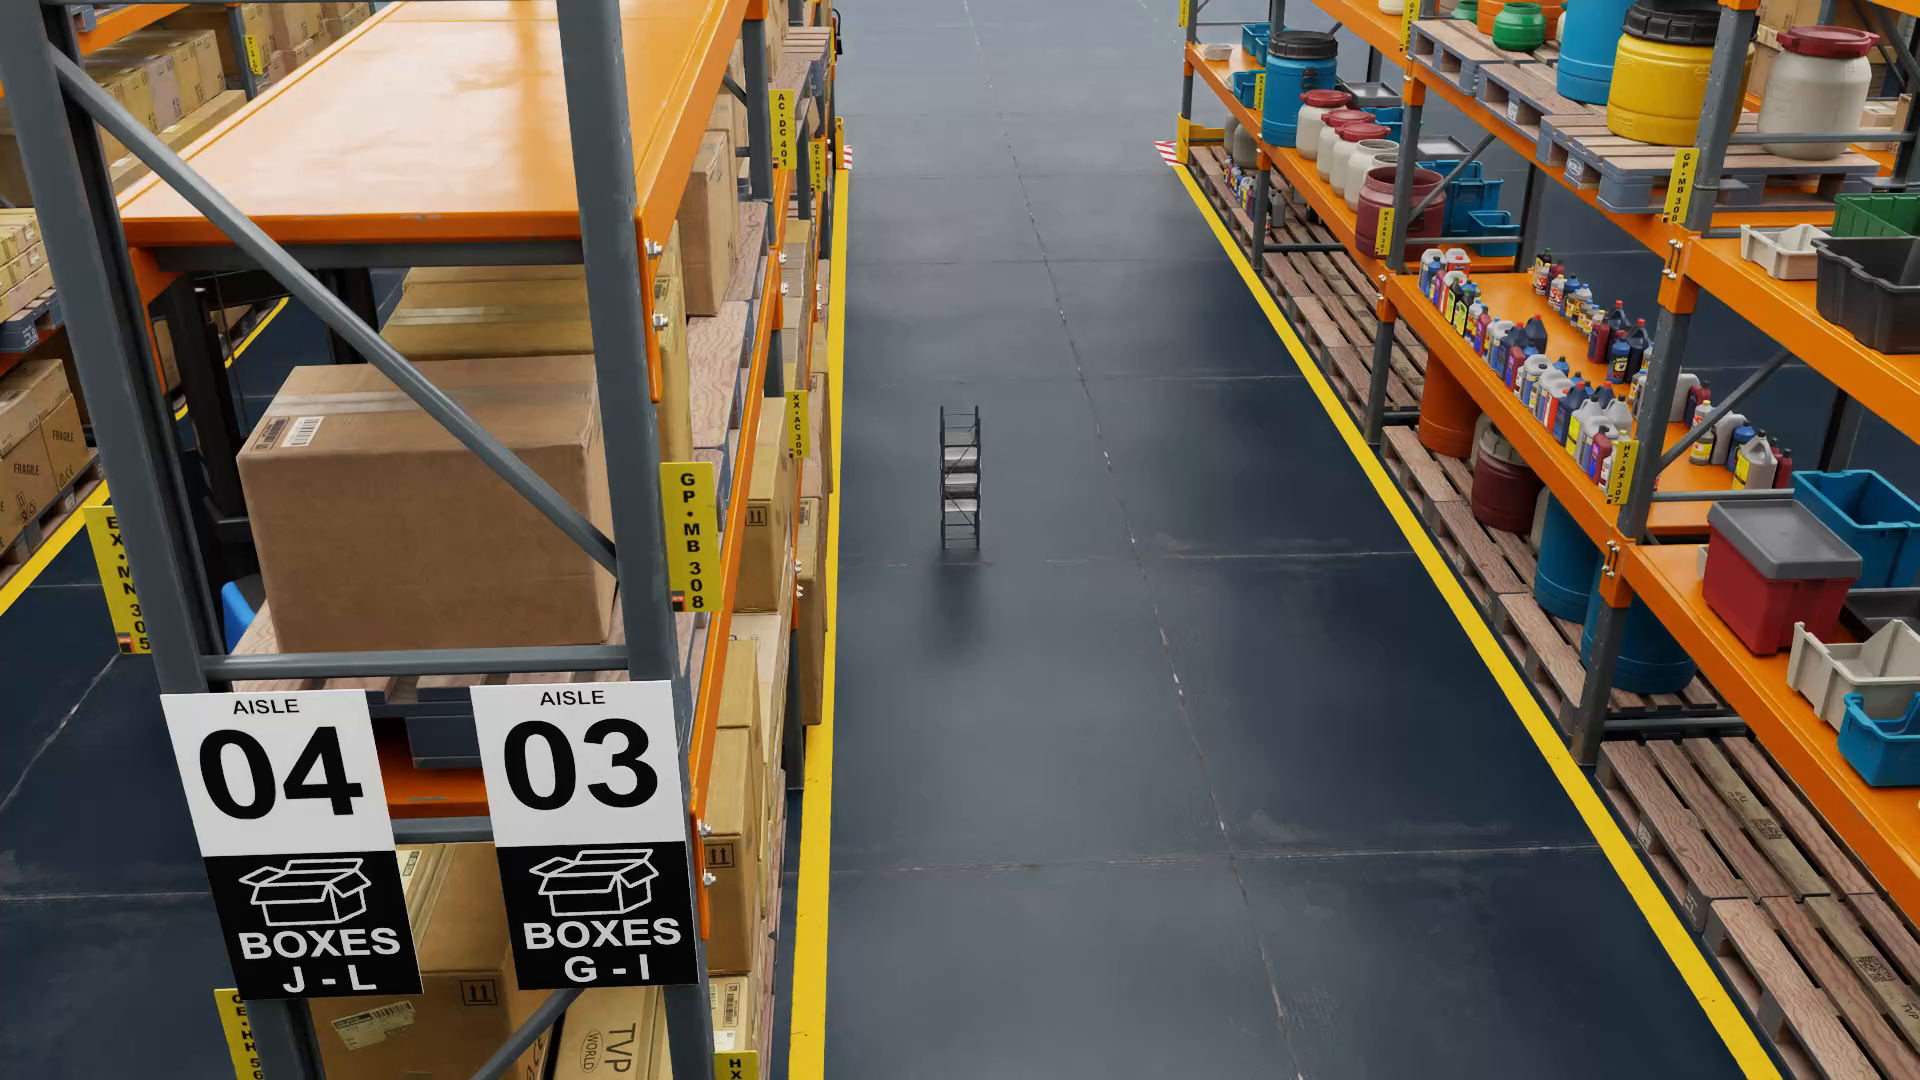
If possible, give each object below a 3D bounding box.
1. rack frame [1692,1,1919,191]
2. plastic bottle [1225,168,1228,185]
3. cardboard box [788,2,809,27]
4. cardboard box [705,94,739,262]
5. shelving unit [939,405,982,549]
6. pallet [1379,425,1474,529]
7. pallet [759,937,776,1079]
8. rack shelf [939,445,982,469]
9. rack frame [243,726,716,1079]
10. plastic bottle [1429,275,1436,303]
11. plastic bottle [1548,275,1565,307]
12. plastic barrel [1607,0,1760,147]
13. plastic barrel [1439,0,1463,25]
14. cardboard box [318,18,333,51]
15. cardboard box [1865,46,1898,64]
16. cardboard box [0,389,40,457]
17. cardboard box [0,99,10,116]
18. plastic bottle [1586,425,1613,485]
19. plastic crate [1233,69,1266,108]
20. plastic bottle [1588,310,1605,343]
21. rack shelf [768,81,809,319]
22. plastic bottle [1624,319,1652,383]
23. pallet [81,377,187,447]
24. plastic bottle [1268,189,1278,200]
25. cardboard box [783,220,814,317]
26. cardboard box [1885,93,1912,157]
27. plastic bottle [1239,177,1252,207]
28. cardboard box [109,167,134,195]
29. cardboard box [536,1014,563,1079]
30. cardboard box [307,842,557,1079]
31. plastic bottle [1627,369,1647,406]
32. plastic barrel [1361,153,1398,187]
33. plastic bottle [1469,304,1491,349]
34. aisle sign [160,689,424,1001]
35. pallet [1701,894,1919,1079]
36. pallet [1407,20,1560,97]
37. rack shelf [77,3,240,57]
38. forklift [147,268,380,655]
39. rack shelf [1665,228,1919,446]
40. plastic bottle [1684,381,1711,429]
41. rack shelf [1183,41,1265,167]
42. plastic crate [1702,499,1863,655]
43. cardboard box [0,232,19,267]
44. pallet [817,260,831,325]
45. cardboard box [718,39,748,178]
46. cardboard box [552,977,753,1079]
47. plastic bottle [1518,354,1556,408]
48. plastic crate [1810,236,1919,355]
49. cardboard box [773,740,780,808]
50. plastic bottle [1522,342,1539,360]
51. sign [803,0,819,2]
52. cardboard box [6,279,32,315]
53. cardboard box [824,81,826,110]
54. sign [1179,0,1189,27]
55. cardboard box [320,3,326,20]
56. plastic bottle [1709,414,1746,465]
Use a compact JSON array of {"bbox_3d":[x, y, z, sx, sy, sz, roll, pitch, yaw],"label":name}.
[{"bbox_3d":[3.662,-2.866,6.514,1.000,3.000,0.127,-1,28,-3],"label":"rack frame"},{"bbox_3d":[2.824,-3.809,17.360,0.097,0.201,0.097,0,28,0],"label":"plastic bottle"},{"bbox_3d":[-1.264,-3.420,10.982,0.500,0.250,0.500,-1,28,-2],"label":"cardboard box"},{"bbox_3d":[-1.184,-1.331,6.145,0.700,0.500,0.500,-3,28,-6],"label":"cardboard box"},{"bbox_3d":[0.000,-0.395,10.535,0.258,0.900,0.210,-1,28,-3],"label":"shelving unit"},{"bbox_3d":[3.536,-0.454,11.391,1.003,0.211,1.213,-1,28,-3],"label":"pallet"},{"bbox_3d":[-1.256,2.068,6.557,1.003,0.211,1.213,-1,28,-3],"label":"pallet"},{"bbox_3d":[0.000,-0.525,10.467,0.258,0.077,0.200,-1,28,-3],"label":"rack shelf"},{"bbox_3d":[-1.076,1.761,4.130,1.000,3.000,0.127,-1,28,-3],"label":"rack frame"},{"bbox_3d":[3.136,-1.658,10.900,0.097,0.201,0.097,0,28,0],"label":"plastic bottle"},{"bbox_3d":[3.900,-1.628,10.843,0.097,0.201,0.097,0,28,0],"label":"plastic bottle"},{"bbox_3d":[3.411,-2.222,7.865,0.600,0.588,0.600,0,28,0],"label":"plastic barrel"},{"bbox_3d":[3.627,-3.990,11.370,0.600,0.901,0.600,0,28,0],"label":"plastic barrel"},{"bbox_3d":[-6.851,-4.936,16.808,0.875,0.550,0.550,-1,28,-3],"label":"cardboard box"},{"bbox_3d":[8.370,-4.479,15.284,0.380,0.149,0.250,-1,28,-3],"label":"cardboard box"},{"bbox_3d":[-6.117,-0.728,10.341,0.500,0.250,0.500,-1,28,-2],"label":"cardboard box"},{"bbox_3d":[-6.493,-2.789,11.665,0.700,0.500,0.500,-2,28,-3],"label":"cardboard box"},{"bbox_3d":[3.261,-0.434,8.465,0.061,0.283,0.133,-1,28,-3],"label":"plastic bottle"},{"bbox_3d":[2.915,-4.339,15.986,0.499,0.251,0.616,-1,28,-3],"label":"plastic crate"},{"bbox_3d":[3.935,-1.313,10.240,0.097,0.201,0.097,0,28,0],"label":"plastic bottle"},{"bbox_3d":[-1.389,-2.021,8.915,1.077,0.370,4.000,-1,28,-3],"label":"rack shelf"},{"bbox_3d":[3.943,-1.105,9.679,0.144,0.351,0.185,-1,28,-3],"label":"plastic bottle"},{"bbox_3d":[-6.418,-0.990,12.420,1.003,0.211,1.213,-1,28,-3],"label":"pallet"},{"bbox_3d":[3.059,-3.282,16.269,0.152,0.276,0.135,-1,28,-3],"label":"plastic bottle"},{"bbox_3d":[-1.220,-1.756,10.765,0.500,0.500,0.500,-1,28,-1],"label":"cardboard box"},{"bbox_3d":[8.242,-3.464,14.040,0.500,0.500,0.500,1,28,1],"label":"cardboard box"},{"bbox_3d":[2.891,-3.491,16.669,0.152,0.276,0.135,-1,28,-2],"label":"plastic bottle"},{"bbox_3d":[-6.235,-2.353,11.910,0.500,0.500,0.500,-2,28,-3],"label":"cardboard box"},{"bbox_3d":[-1.366,1.478,4.513,0.500,0.250,0.500,-2,28,-3],"label":"cardboard box"},{"bbox_3d":[-1.364,1.144,4.342,0.500,0.500,0.500,-1,28,-2],"label":"cardboard box"},{"bbox_3d":[3.834,-0.864,9.377,0.097,0.201,0.097,0,28,0],"label":"plastic bottle"},{"bbox_3d":[3.186,-2.573,12.318,0.421,0.512,0.421,0,28,0],"label":"plastic barrel"},{"bbox_3d":[3.180,-1.307,10.152,0.097,0.271,0.097,0,28,0],"label":"plastic bottle"},{"bbox_3d":[-1.371,0.649,3.451,0.394,0.787,0.004,-1,28,-3],"label":"aisle sign"},{"bbox_3d":[3.806,1.934,6.814,1.003,0.211,1.213,-1,28,-3],"label":"pallet"},{"bbox_3d":[3.395,-2.944,10.111,1.003,0.211,1.213,-1,28,-3],"label":"pallet"},{"bbox_3d":[-6.556,-3.795,12.317,1.077,0.370,4.000,-1,28,-3],"label":"rack shelf"},{"bbox_3d":[-3.555,-0.541,8.618,1.130,2.935,3.031,-18,32,-30],"label":"forklift"},{"bbox_3d":[3.766,-0.293,5.603,1.077,0.370,4.000,-1,28,-3],"label":"rack shelf"},{"bbox_3d":[4.022,-0.744,9.059,0.061,0.283,0.133,-1,28,-3],"label":"plastic bottle"},{"bbox_3d":[3.140,-4.505,16.922,1.077,0.370,4.000,-1,28,-3],"label":"rack shelf"},{"bbox_3d":[3.458,0.158,7.070,0.402,0.464,0.583,-1,28,-3],"label":"plastic crate"},{"bbox_3d":[-5.944,-1.747,10.030,0.380,0.149,0.250,-1,28,-1],"label":"cardboard box"},{"bbox_3d":[-1.660,-2.185,14.711,1.003,0.211,1.213,-1,28,-3],"label":"pallet"},{"bbox_3d":[-1.325,-1.914,7.371,0.700,0.500,0.500,-1,28,-1],"label":"cardboard box"},{"bbox_3d":[-0.831,1.467,4.533,0.500,0.250,0.500,-2,28,-4],"label":"cardboard box"},{"bbox_3d":[3.254,-0.896,9.358,0.152,0.276,0.135,-1,28,-3],"label":"plastic bottle"},{"bbox_3d":[3.453,-0.898,6.125,0.497,0.269,0.590,-1,28,-3],"label":"plastic crate"},{"bbox_3d":[-0.862,0.869,6.112,0.380,0.149,0.250,-1,28,-2],"label":"cardboard box"},{"bbox_3d":[3.274,-1.010,9.582,0.097,0.271,0.097,0,28,0],"label":"plastic bottle"},{"bbox_3d":[-0.939,-3.537,10.400,0.100,0.325,0.005,-1,28,-3],"label":"sign"},{"bbox_3d":[-5.942,-1.485,10.171,0.380,0.149,0.250,-1,28,-2],"label":"cardboard box"},{"bbox_3d":[-1.664,-4.166,15.065,0.875,0.500,0.500,-1,28,-3],"label":"cardboard box"},{"bbox_3d":[2.486,-5.859,18.441,0.100,0.325,0.005,-1,28,-3],"label":"sign"},{"bbox_3d":[-6.874,-5.414,16.557,0.875,0.550,0.550,-1,28,-3],"label":"cardboard box"},{"bbox_3d":[3.999,-0.543,8.681,0.152,0.276,0.135,-1,28,-3],"label":"plastic bottle"}]
